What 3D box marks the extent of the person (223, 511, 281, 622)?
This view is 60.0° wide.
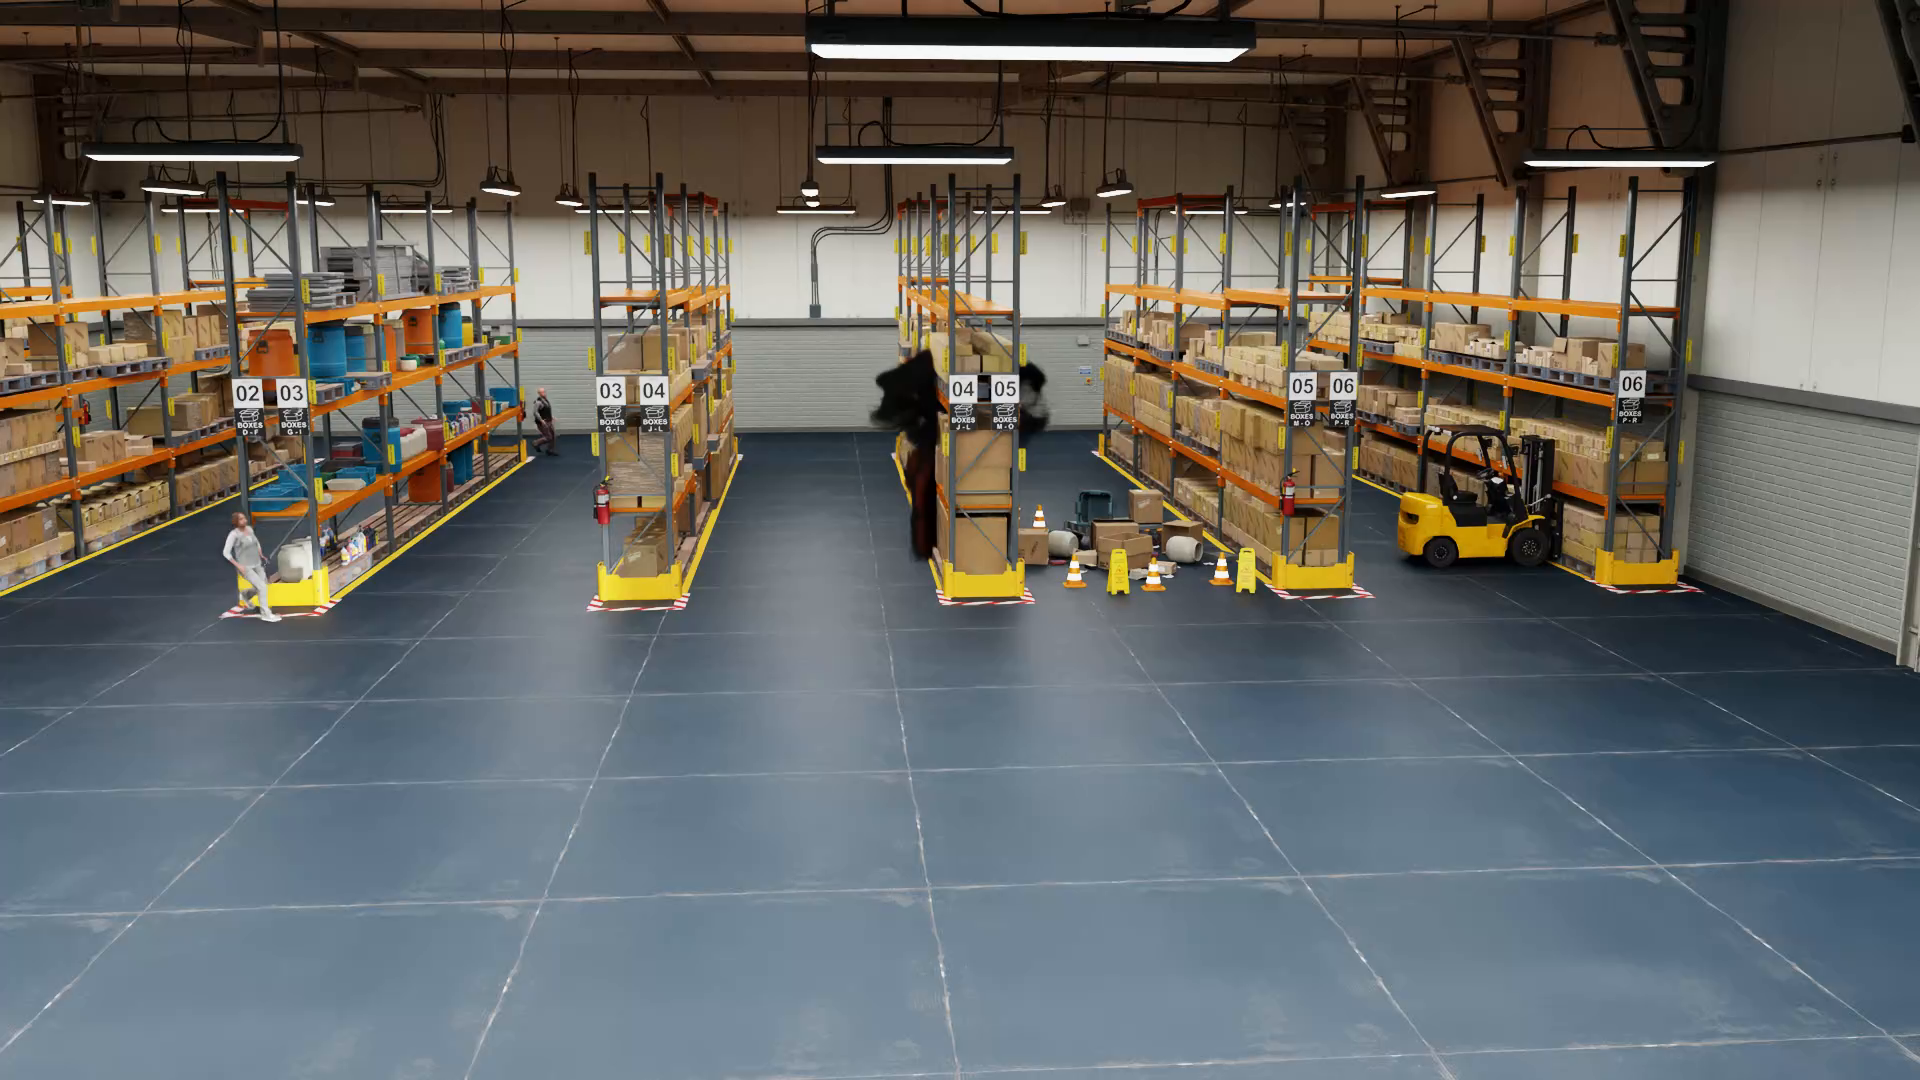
[{"bbox_3d":[-9.549,0.363,22.236,0.635,1.530,0.586,4,11,21],"label":"person"}]

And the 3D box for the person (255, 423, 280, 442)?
[{"bbox_3d":[-16.579,-2.841,39.875,0.802,1.694,0.666,2,10,12],"label":"person"}]

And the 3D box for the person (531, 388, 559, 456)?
[{"bbox_3d":[-10.050,-2.826,39.950,0.607,1.663,0.692,3,10,14],"label":"person"}]
